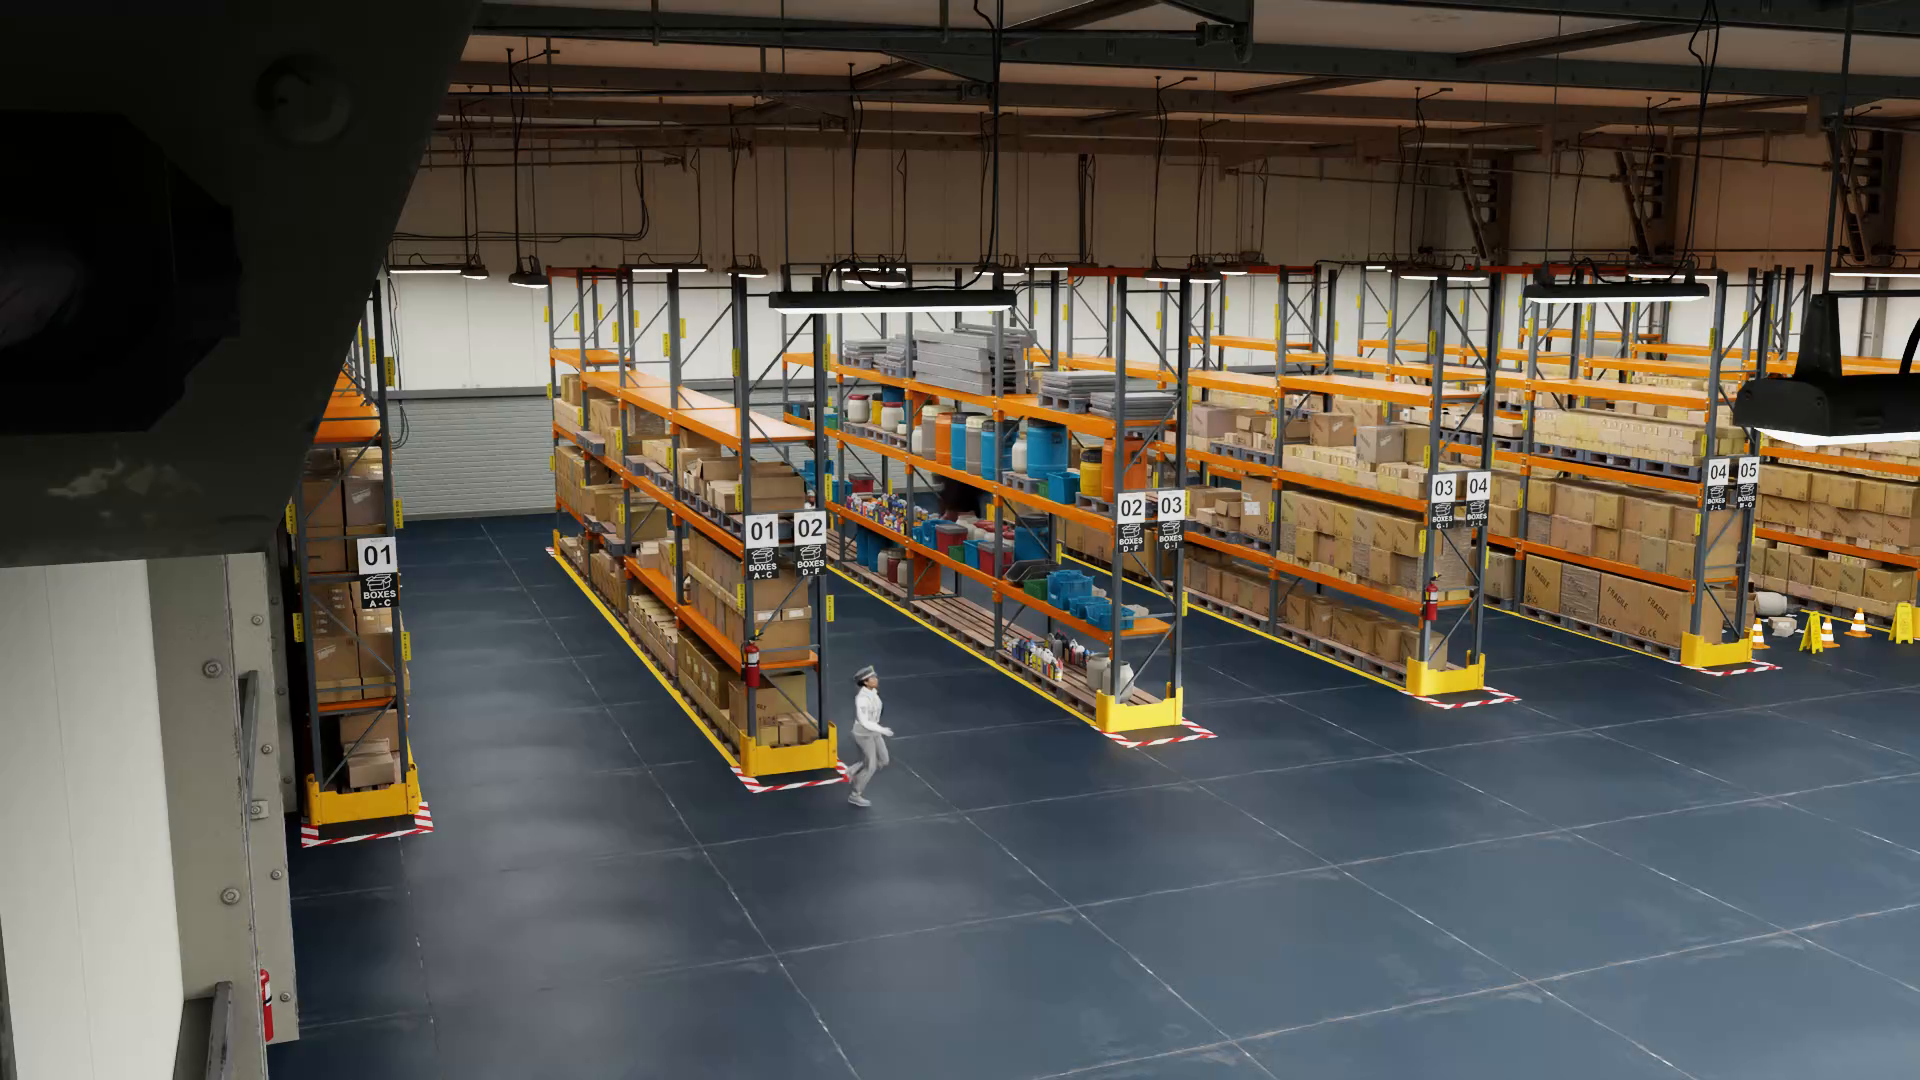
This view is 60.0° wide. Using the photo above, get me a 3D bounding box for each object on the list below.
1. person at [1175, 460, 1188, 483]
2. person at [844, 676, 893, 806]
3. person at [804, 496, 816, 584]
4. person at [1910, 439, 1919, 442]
[{"bbox_3d":[4.920,-1.016,37.897,0.596,1.614,0.562,-2,10,-13],"label":"person"},{"bbox_3d":[-1.043,2.258,19.139,0.607,1.613,0.653,2,10,9],"label":"person"},{"bbox_3d":[-2.731,-0.046,30.699,0.549,1.730,0.686,-4,11,-23],"label":"person"},{"bbox_3d":[15.219,-0.960,32.268,2.863,3.269,9.375,-4,11,-23],"label":"person"}]
